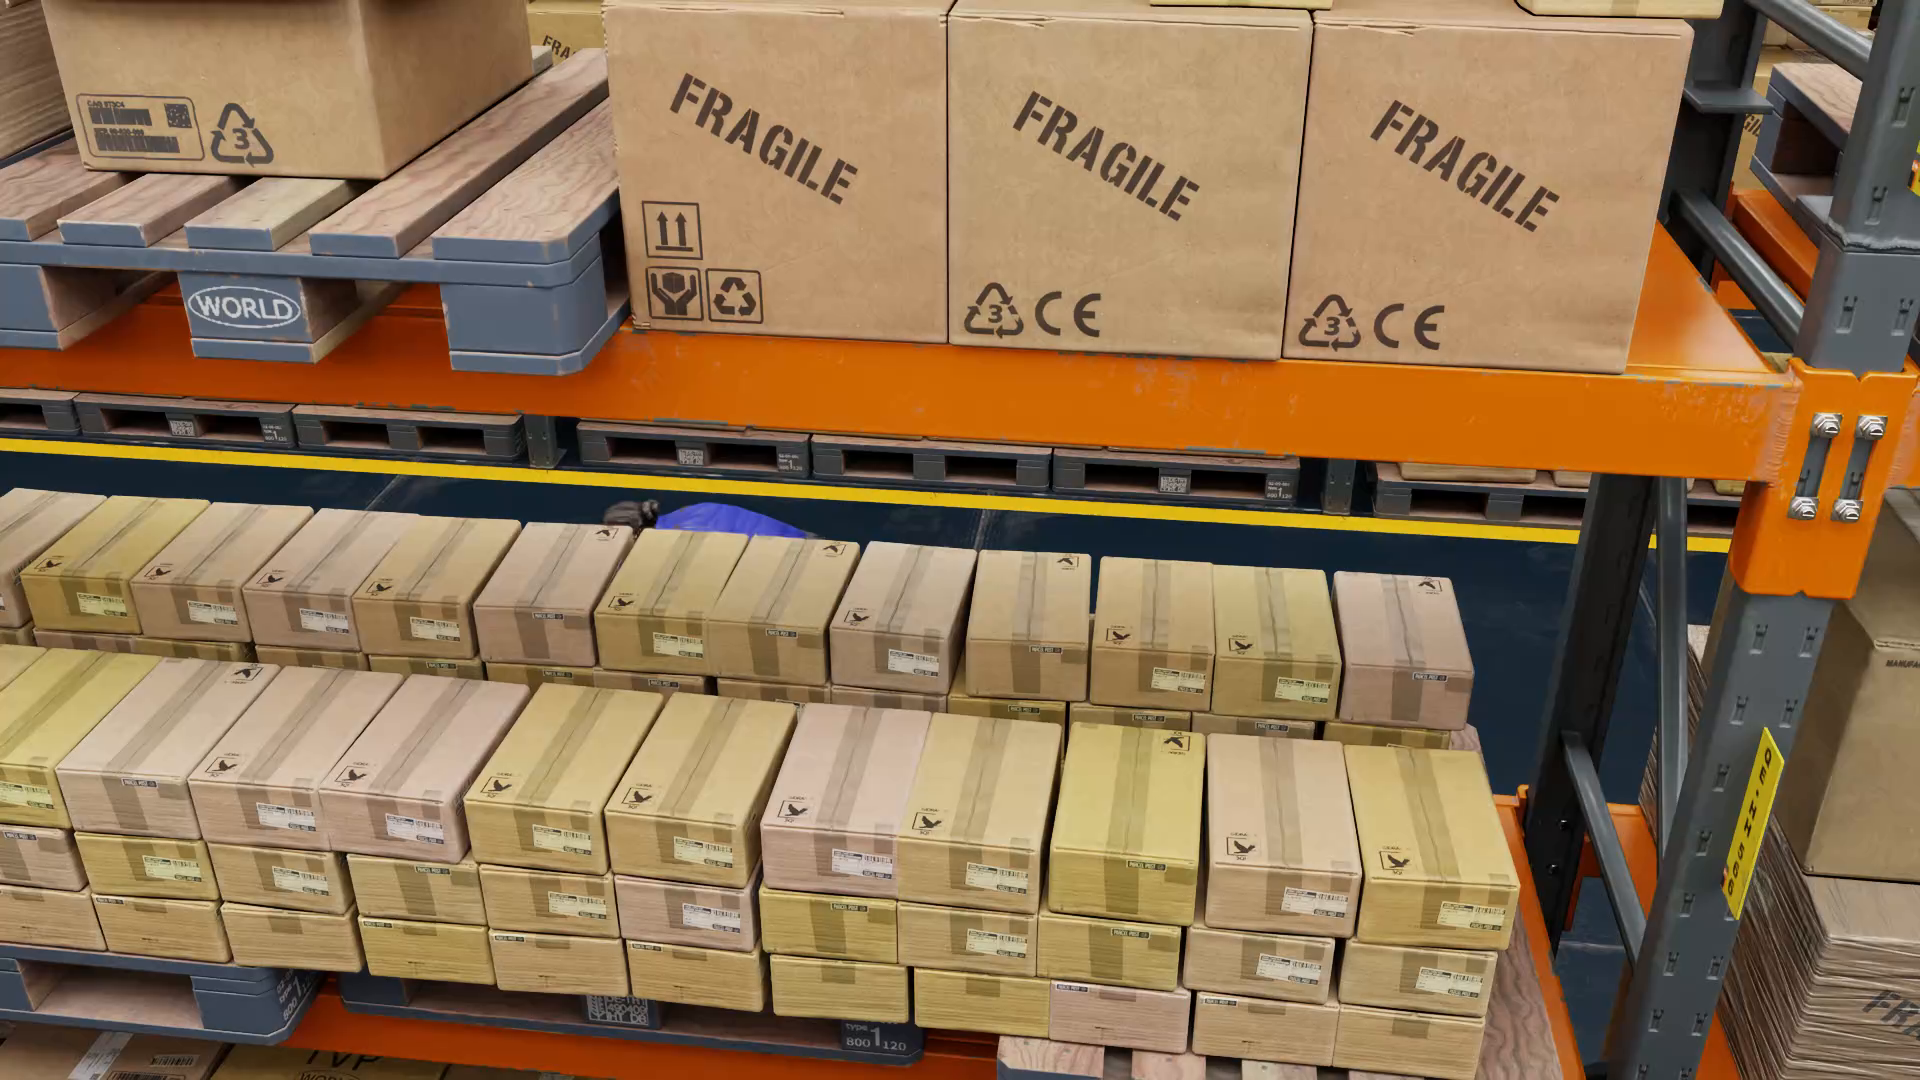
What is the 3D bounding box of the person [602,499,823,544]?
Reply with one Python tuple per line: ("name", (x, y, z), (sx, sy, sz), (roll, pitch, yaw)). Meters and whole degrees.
("person", (-0.858, 0.330, 6.166), (0.858, 1.046, 0.452), (2, 29, 4))
